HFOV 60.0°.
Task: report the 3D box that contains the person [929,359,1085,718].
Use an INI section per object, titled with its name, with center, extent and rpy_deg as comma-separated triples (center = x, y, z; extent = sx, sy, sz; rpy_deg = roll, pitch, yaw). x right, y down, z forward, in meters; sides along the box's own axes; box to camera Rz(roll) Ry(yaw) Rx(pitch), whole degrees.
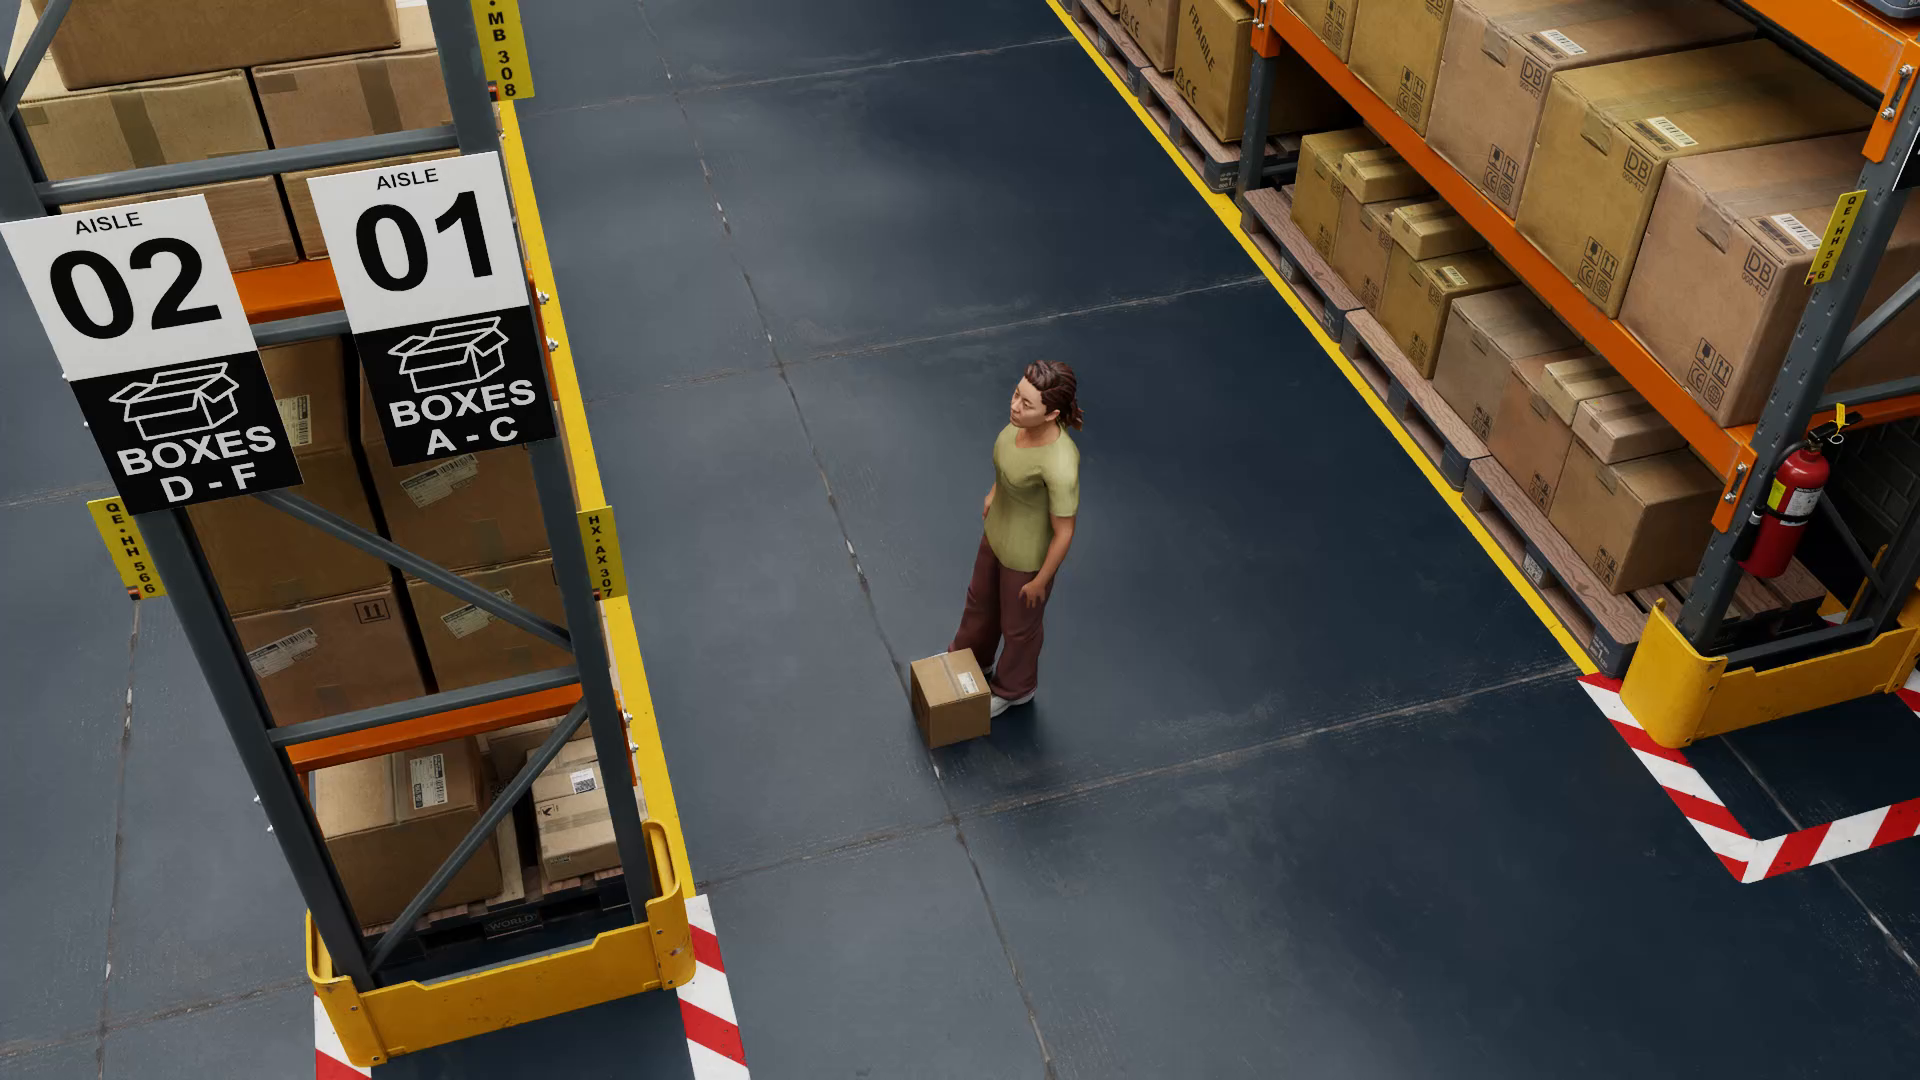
[person]
center = 0.160, 0.026, 6.119
extent = 0.548, 1.673, 0.554
rpy_deg = -12, 44, -13
